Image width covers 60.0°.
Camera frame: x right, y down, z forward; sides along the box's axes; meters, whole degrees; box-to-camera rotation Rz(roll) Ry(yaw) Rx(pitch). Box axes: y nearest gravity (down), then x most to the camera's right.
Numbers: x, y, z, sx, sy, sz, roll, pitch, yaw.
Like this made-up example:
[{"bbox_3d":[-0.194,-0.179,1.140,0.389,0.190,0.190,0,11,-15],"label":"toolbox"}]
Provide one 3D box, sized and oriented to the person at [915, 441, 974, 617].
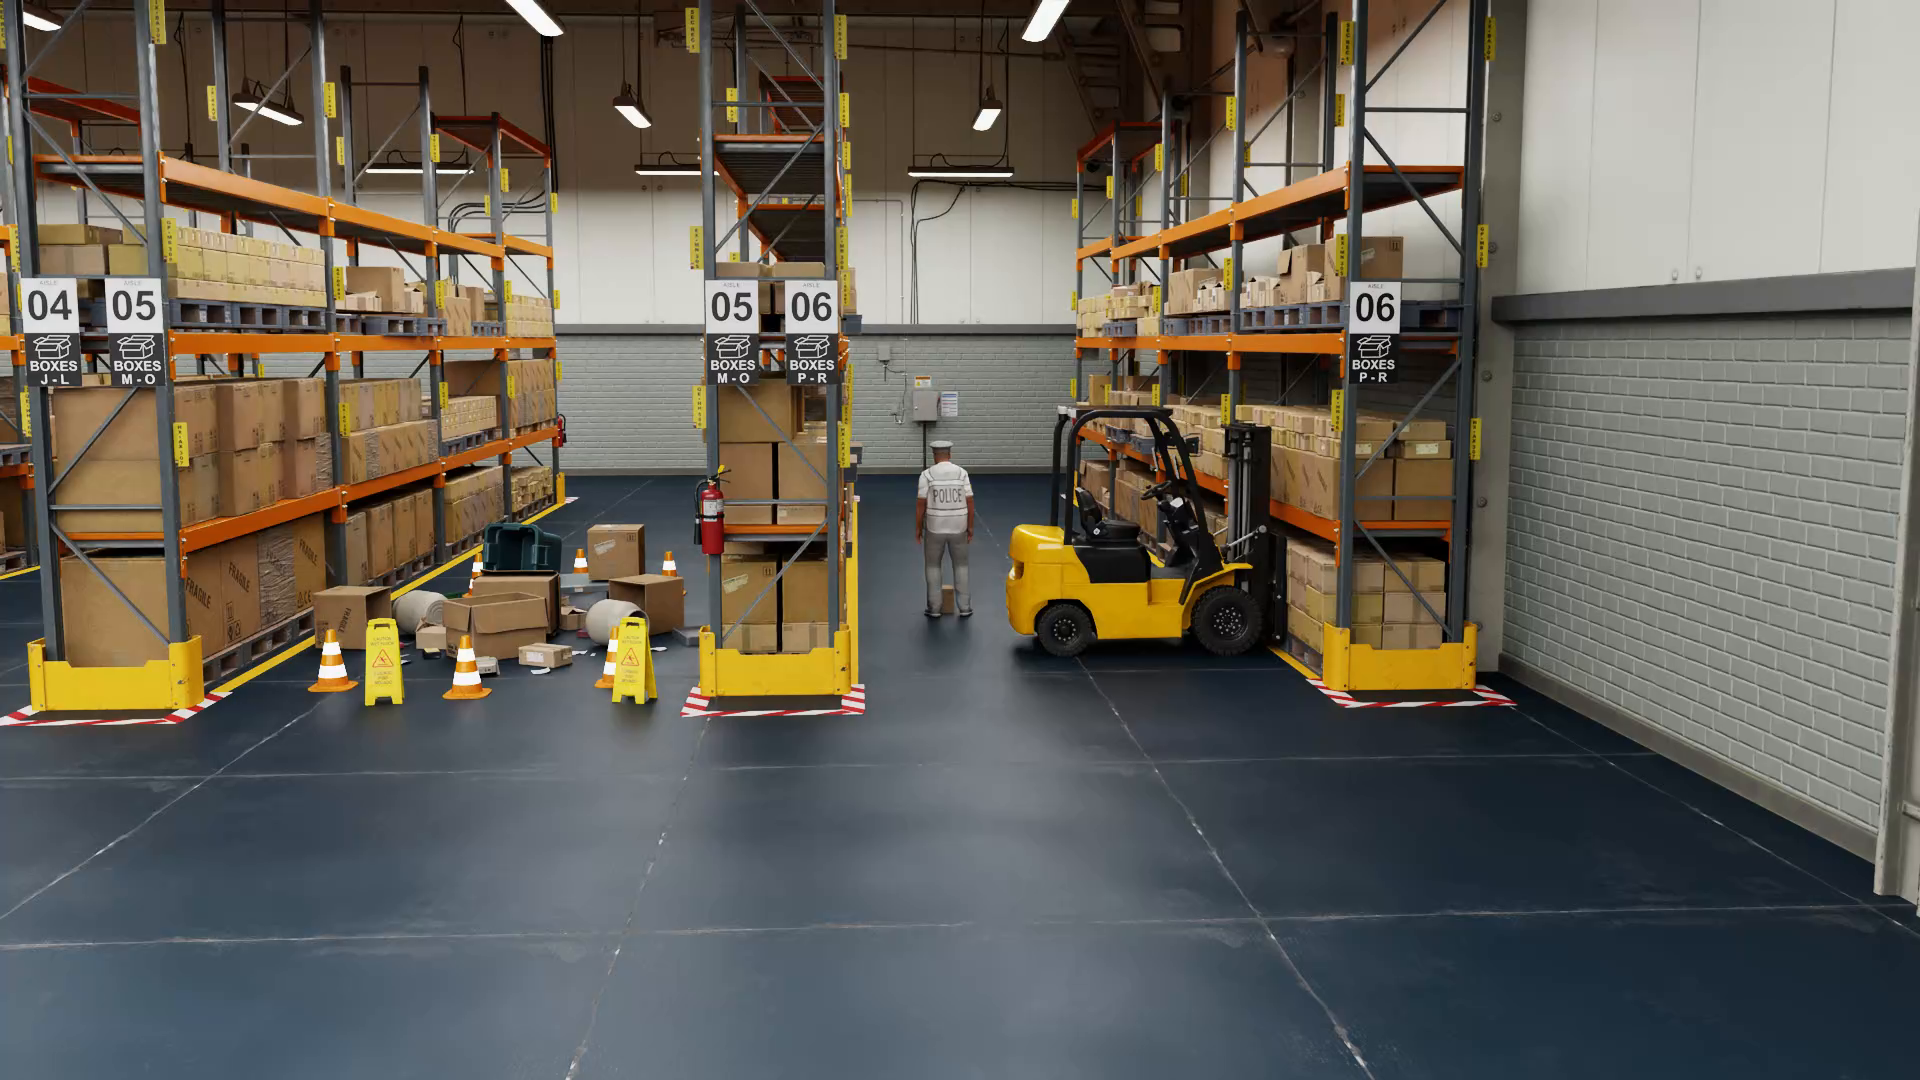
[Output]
[{"bbox_3d":[-0.143,-0.108,16.608,0.604,1.750,0.428,-1,7,-10],"label":"person"}]
